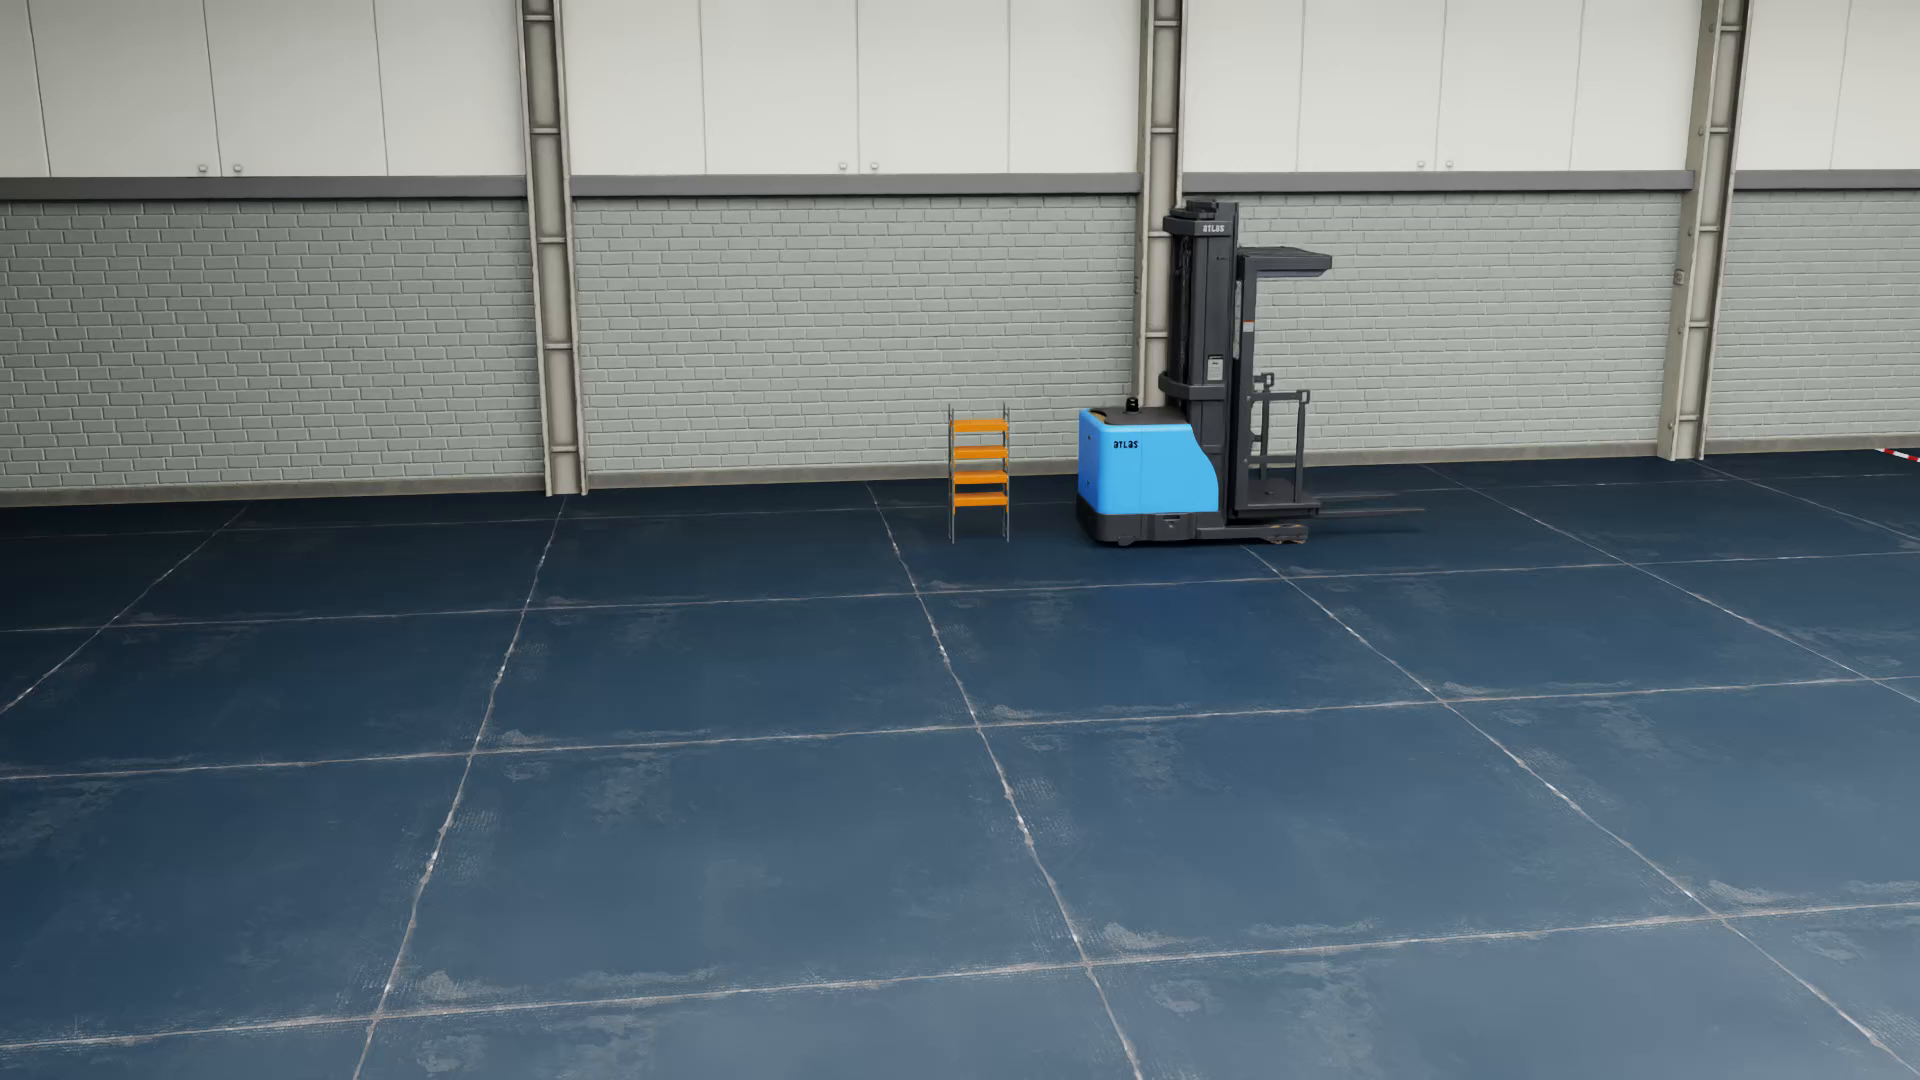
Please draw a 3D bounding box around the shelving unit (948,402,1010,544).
[{"bbox_3d":[0.164,-0.588,14.600,0.503,1.200,0.258,-2,14,-8],"label":"shelving unit"}]

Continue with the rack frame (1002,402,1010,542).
[{"bbox_3d":[0.405,-0.597,14.635,0.015,1.200,0.240,-2,14,-8],"label":"rack frame"}]

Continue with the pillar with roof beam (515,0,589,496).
[{"bbox_3d":[-3.283,-3.807,11.402,0.400,9.000,9.100,-2,14,-8],"label":"pillar with roof beam"}]

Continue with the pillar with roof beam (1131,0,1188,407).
[{"bbox_3d":[2.650,-4.024,12.269,0.400,9.000,9.100,-2,14,-8],"label":"pillar with roof beam"}]

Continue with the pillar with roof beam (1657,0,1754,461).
[{"bbox_3d":[8.583,-4.242,13.136,0.400,9.000,9.100,-2,14,-8],"label":"pillar with roof beam"}]

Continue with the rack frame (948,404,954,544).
[{"bbox_3d":[-0.078,-0.579,14.565,0.015,1.200,0.240,-2,14,-8],"label":"rack frame"}]

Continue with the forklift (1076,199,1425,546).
[{"bbox_3d":[2.623,-1.509,14.712,3.031,2.935,1.130,-2,14,-7],"label":"forklift"}]

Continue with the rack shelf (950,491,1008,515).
[{"bbox_3d":[0.164,-0.330,14.664,0.480,0.148,0.258,-2,14,-8],"label":"rack shelf"}]

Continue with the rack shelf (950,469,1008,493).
[{"bbox_3d":[0.164,-0.523,14.616,0.480,0.148,0.258,-2,14,-8],"label":"rack shelf"}]

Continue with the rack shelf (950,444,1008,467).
[{"bbox_3d":[0.164,-0.740,14.562,0.480,0.148,0.258,-2,14,-8],"label":"rack shelf"}]

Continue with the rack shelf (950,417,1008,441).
[{"bbox_3d":[0.164,-0.969,14.504,0.480,0.148,0.258,-2,14,-8],"label":"rack shelf"}]
